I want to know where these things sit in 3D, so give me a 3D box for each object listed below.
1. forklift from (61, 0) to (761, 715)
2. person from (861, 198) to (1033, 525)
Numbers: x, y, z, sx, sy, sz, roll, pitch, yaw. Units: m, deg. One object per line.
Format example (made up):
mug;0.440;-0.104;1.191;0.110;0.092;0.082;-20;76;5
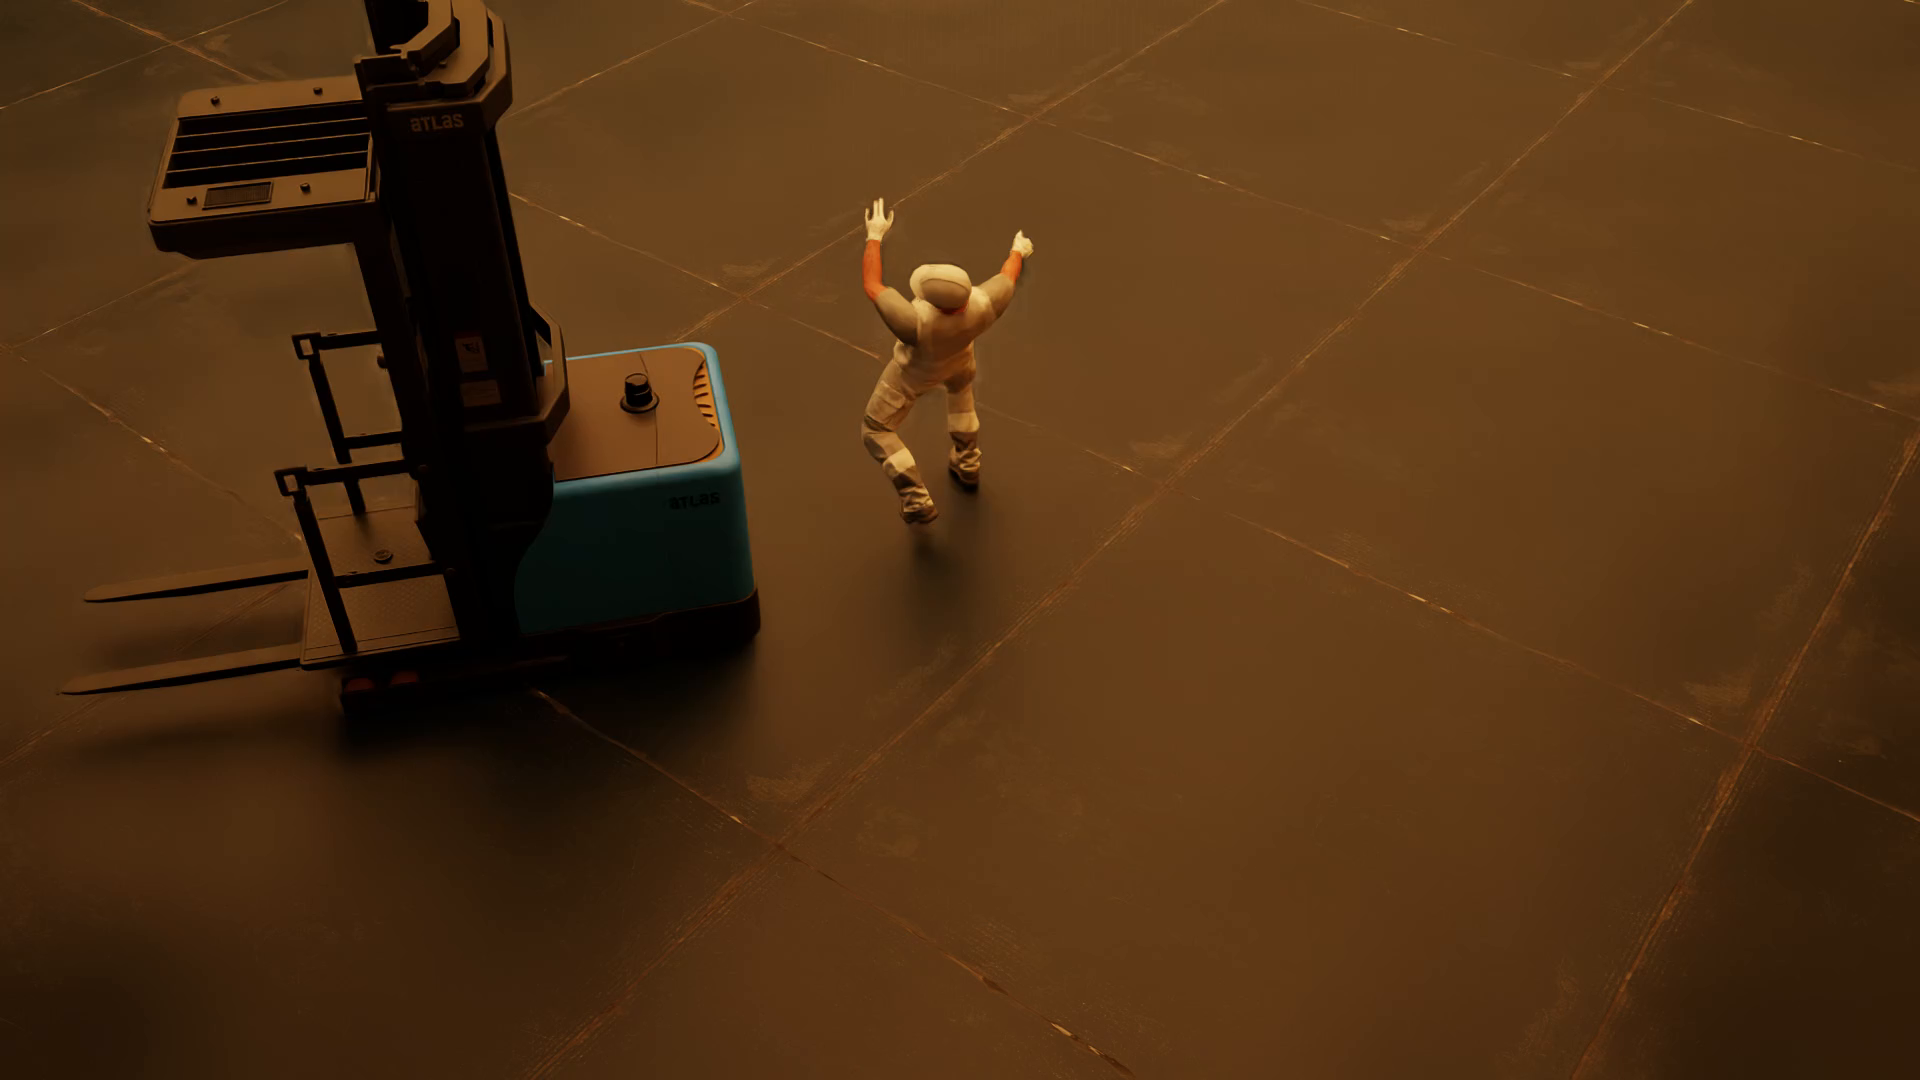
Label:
forklift;-2.502;-0.717;6.915;3.031;2.935;1.130;-9;41;-10
person;0.007;-0.936;8.200;1.101;1.555;0.741;-30;49;-31
